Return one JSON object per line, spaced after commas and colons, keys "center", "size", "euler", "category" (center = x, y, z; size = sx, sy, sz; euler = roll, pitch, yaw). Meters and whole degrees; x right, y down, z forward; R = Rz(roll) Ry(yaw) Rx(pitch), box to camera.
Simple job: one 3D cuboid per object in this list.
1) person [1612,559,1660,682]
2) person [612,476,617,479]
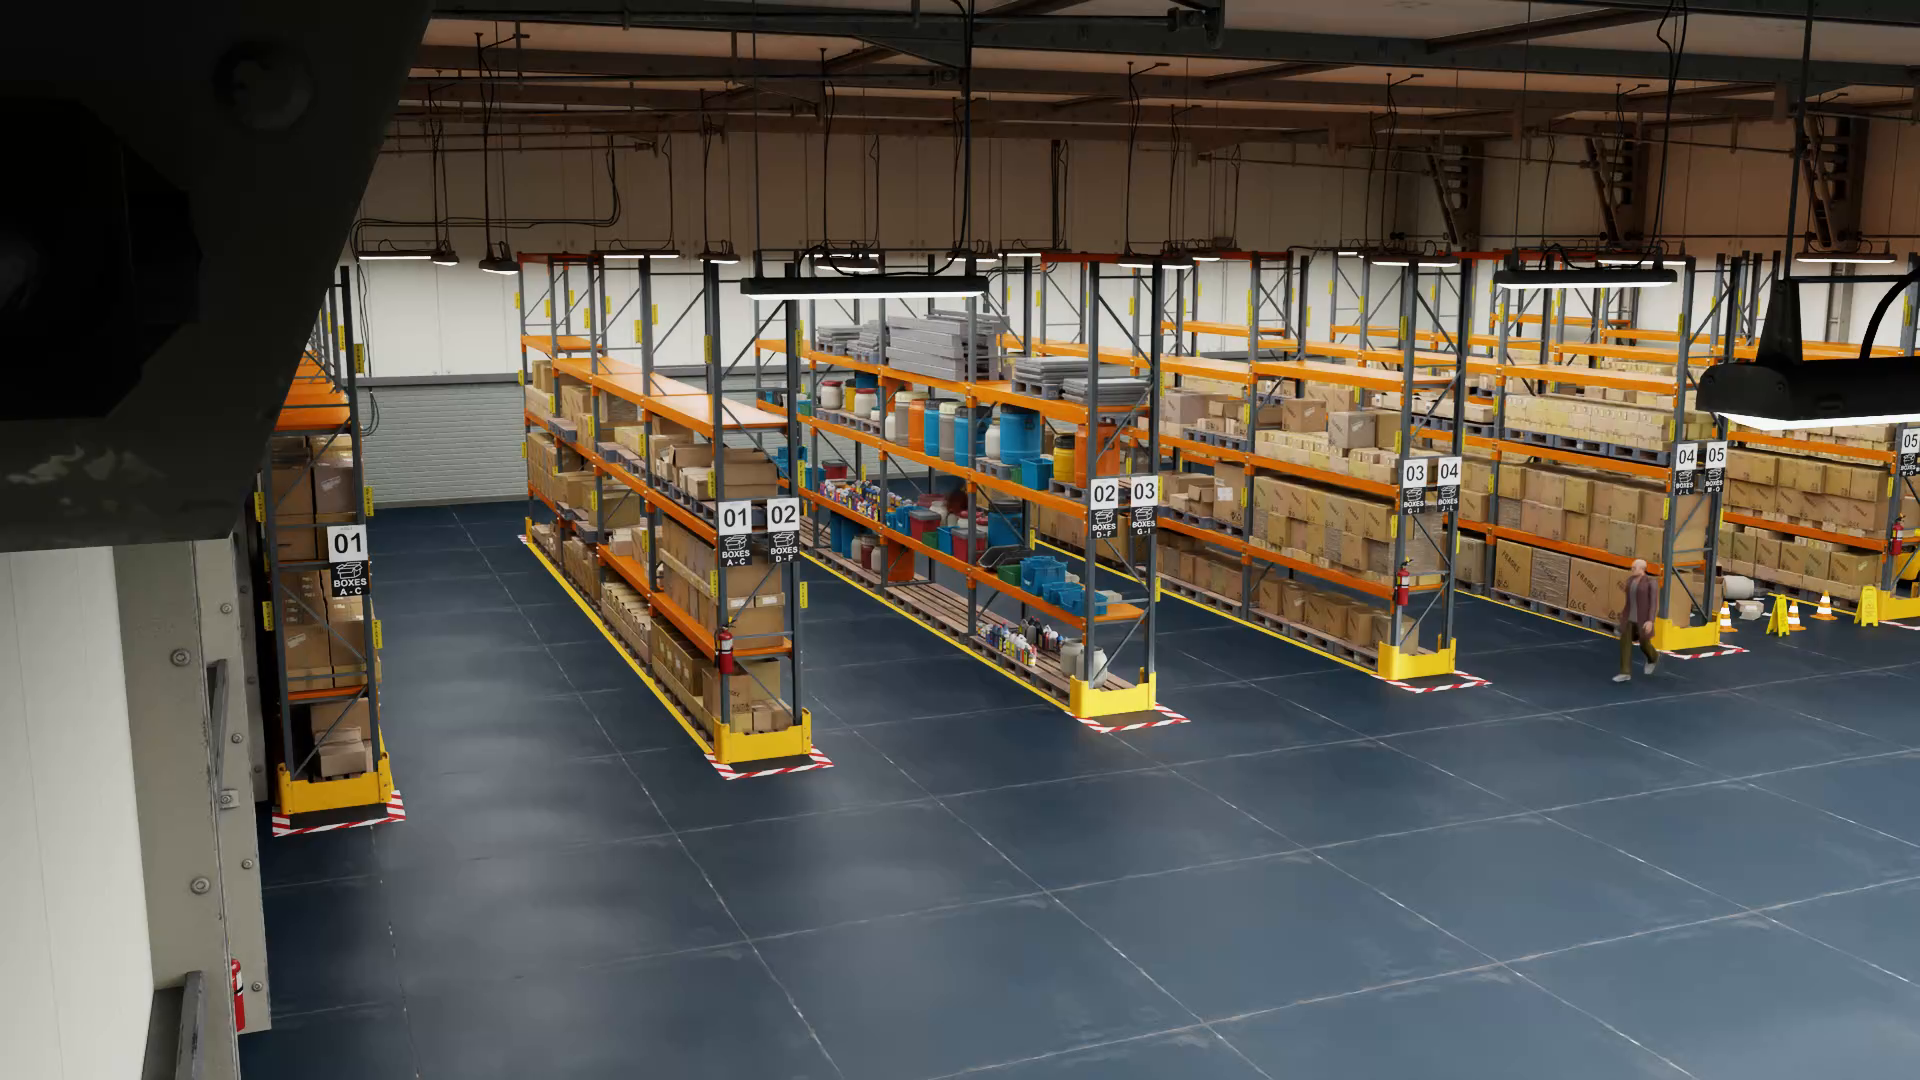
{"center": [9.767, 1.137, 23.886], "size": [0.529, 1.766, 0.909], "euler": [9, 14, 42], "category": "person"}
{"center": [-7.670, -1.117, 36.393], "size": [0.658, 1.754, 0.983], "euler": [-4, 11, -23], "category": "person"}
